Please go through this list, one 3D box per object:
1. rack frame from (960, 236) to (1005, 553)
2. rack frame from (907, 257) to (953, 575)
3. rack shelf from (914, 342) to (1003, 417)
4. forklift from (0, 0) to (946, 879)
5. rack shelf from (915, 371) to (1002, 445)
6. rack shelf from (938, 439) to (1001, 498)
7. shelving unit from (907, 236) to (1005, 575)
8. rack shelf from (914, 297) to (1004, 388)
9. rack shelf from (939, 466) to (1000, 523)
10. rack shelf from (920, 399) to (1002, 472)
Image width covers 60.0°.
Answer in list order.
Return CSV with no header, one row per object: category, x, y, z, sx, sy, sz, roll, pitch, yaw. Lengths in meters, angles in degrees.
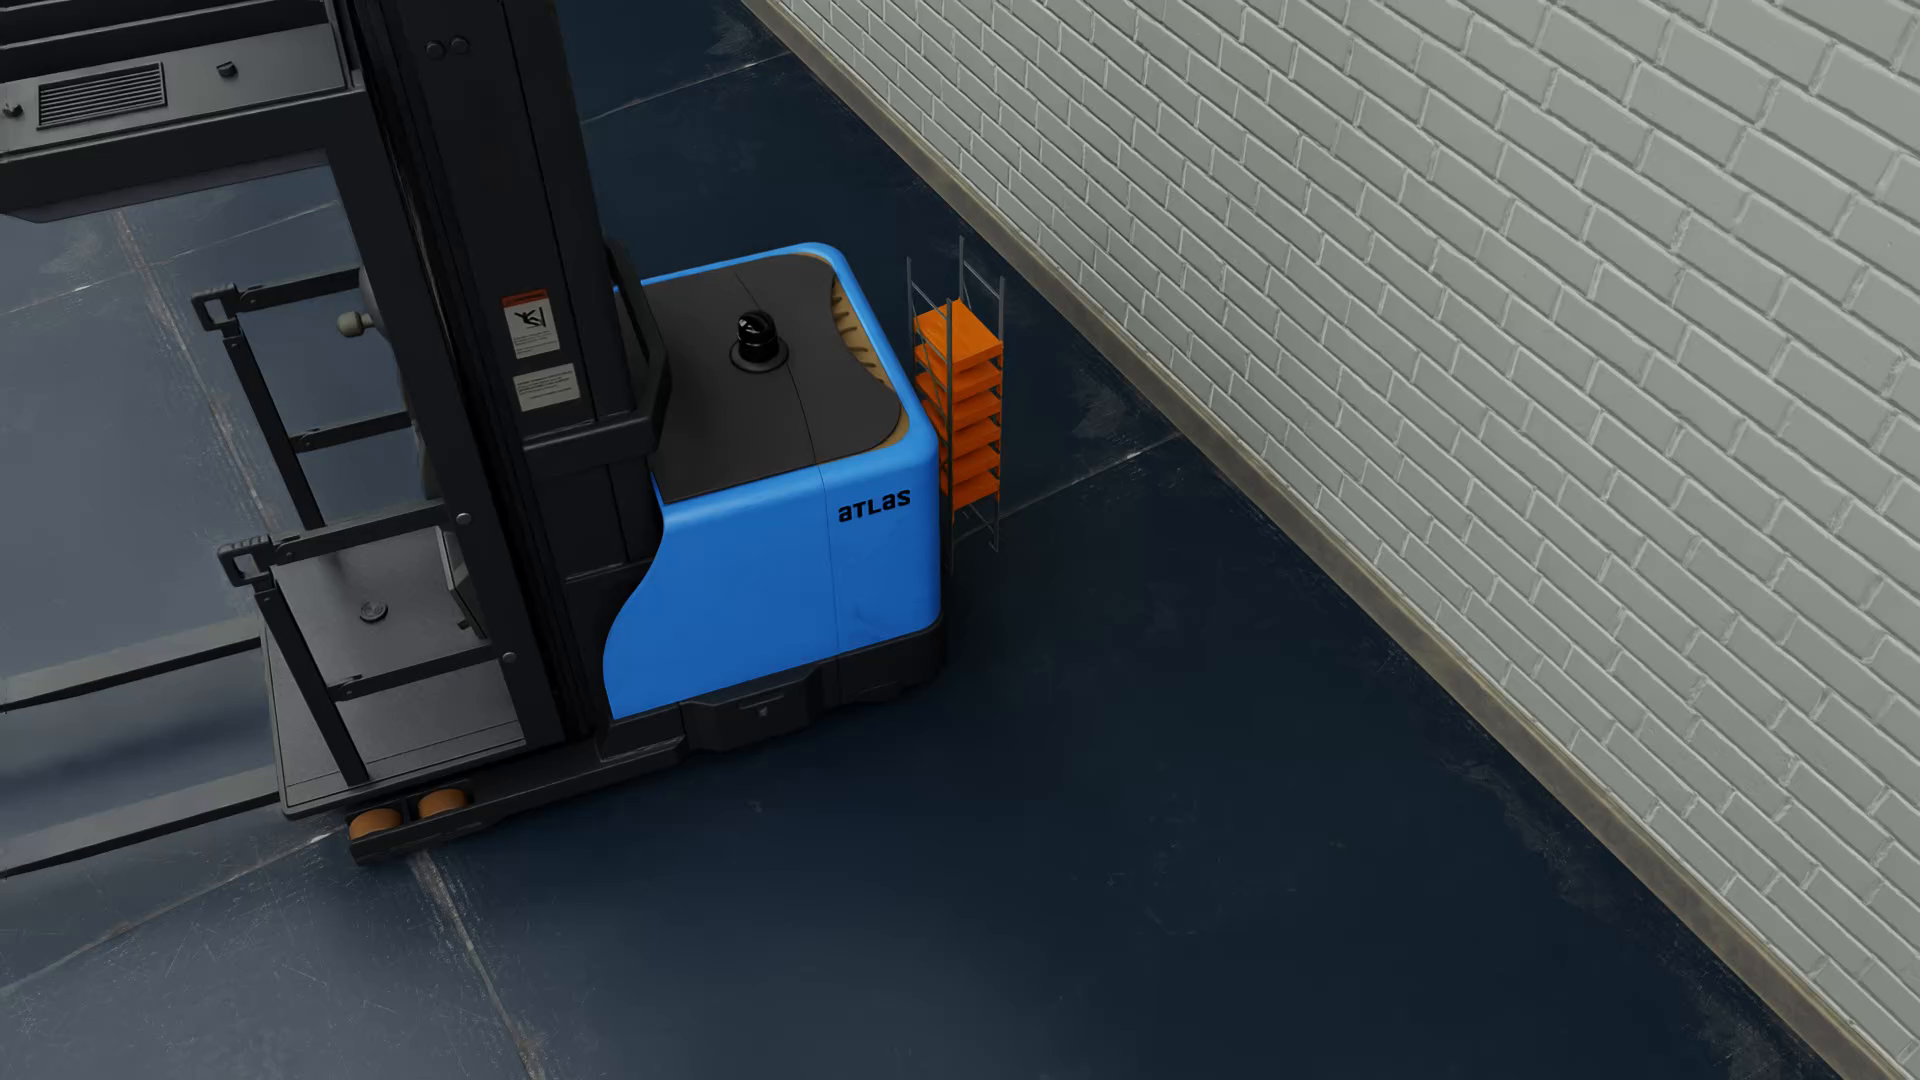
rack frame,0.065,-0.430,5.329,0.006,1.200,0.240,-25,53,-21
rack frame,-0.090,-0.357,5.264,0.006,1.200,0.240,-25,53,-21
rack shelf,-0.012,-0.523,5.151,0.180,0.103,0.258,-25,53,-21
forklift,-1.617,-0.478,4.213,3.031,2.935,1.130,-16,50,-14
rack shelf,-0.012,-0.444,5.240,0.180,0.103,0.258,-25,53,-21
rack shelf,-0.012,-0.284,5.420,0.180,0.103,0.258,-25,53,-21
shelving unit,-0.012,-0.393,5.297,0.189,1.200,0.258,-25,53,-21
rack shelf,-0.012,-0.603,5.061,0.180,0.103,0.258,-25,53,-21
rack shelf,-0.012,-0.204,5.509,0.180,0.103,0.258,-25,53,-21
rack shelf,-0.012,-0.364,5.330,0.180,0.103,0.258,-25,53,-21
